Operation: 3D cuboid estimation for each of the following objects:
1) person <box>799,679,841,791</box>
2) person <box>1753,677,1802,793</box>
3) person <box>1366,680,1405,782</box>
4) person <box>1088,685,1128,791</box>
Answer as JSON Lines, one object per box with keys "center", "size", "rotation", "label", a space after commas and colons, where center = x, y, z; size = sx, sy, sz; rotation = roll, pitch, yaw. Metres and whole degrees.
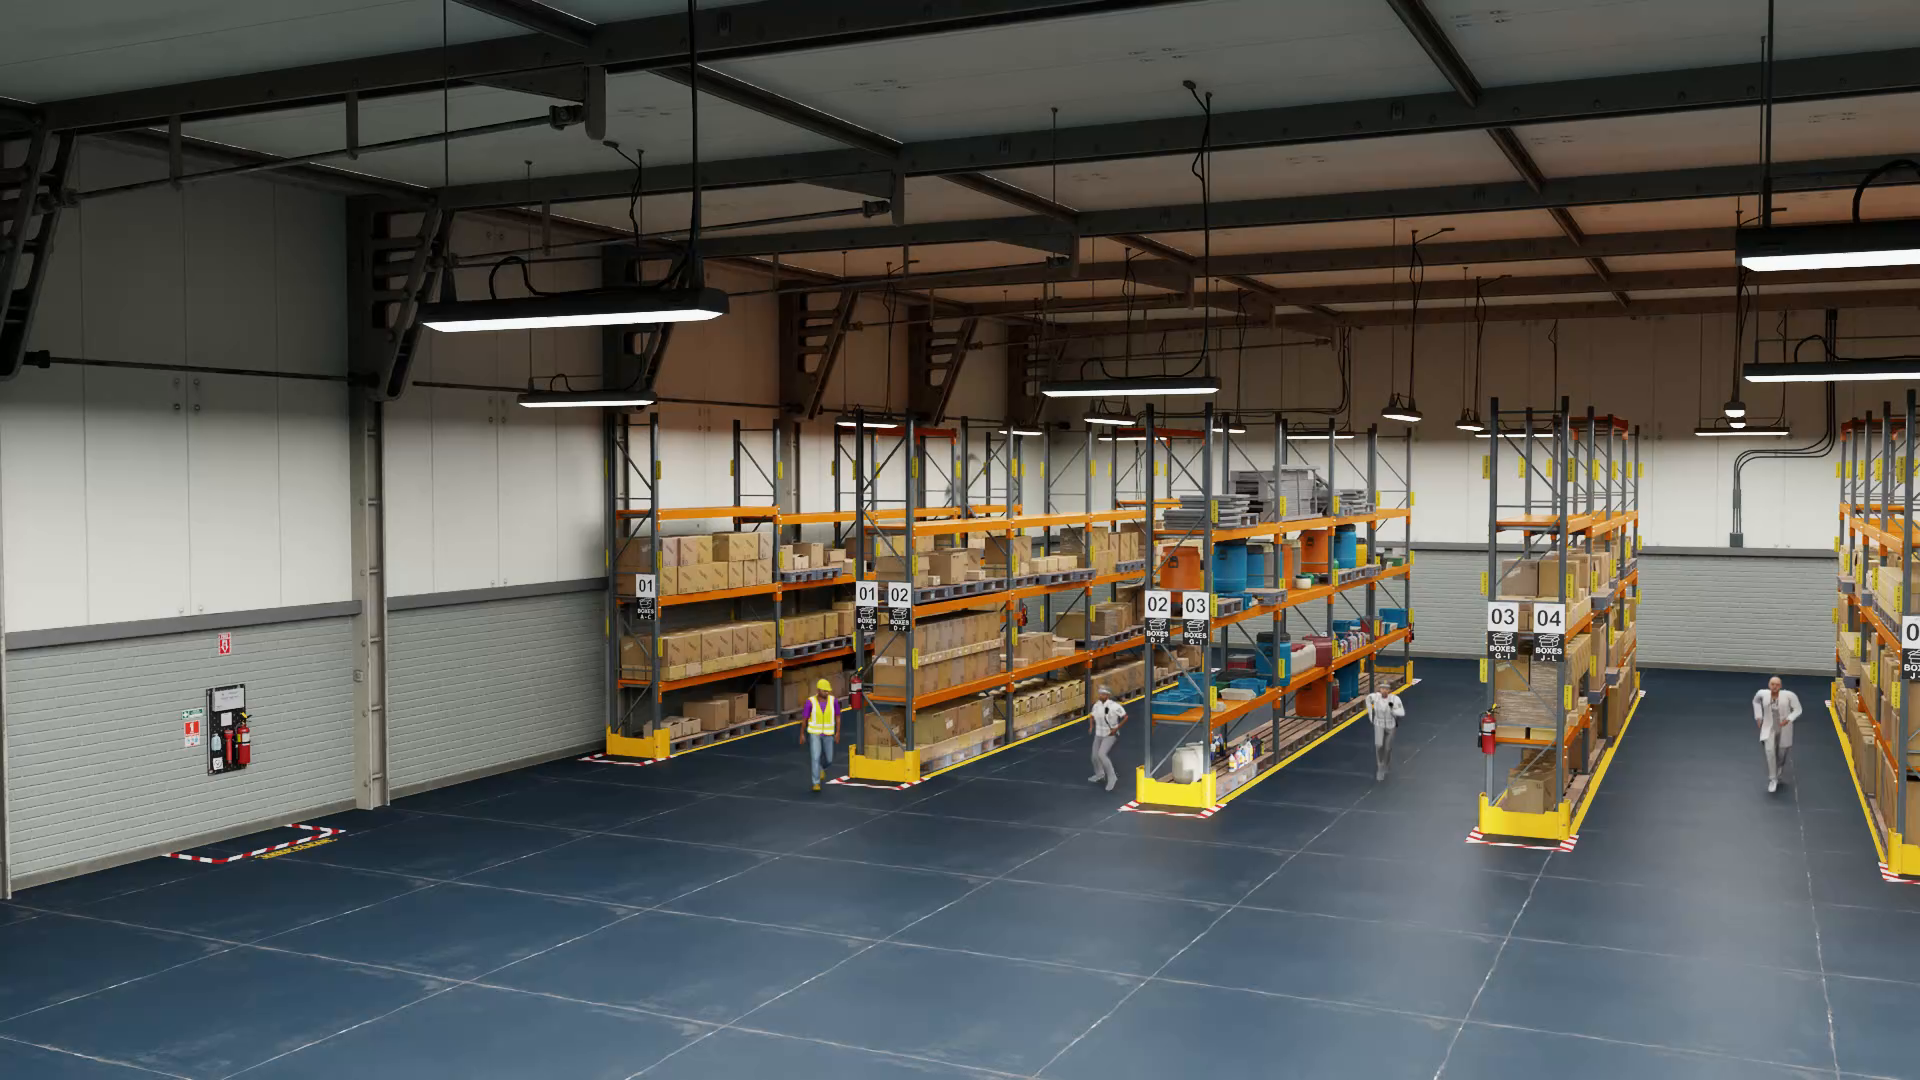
{"center": [-2.203, 3.028, 26.103], "size": [0.668, 1.726, 0.882], "rotation": [-1, 3, -17], "label": "person"}
{"center": [12.905, 3.026, 26.273], "size": [0.712, 1.779, 1.185], "rotation": [1, 3, 28], "label": "person"}
{"center": [6.857, 3.045, 26.845], "size": [0.602, 1.650, 0.885], "rotation": [1, 2, 12], "label": "person"}
{"center": [2.276, 3.092, 26.230], "size": [0.781, 1.655, 0.690], "rotation": [2, 3, 41], "label": "person"}
